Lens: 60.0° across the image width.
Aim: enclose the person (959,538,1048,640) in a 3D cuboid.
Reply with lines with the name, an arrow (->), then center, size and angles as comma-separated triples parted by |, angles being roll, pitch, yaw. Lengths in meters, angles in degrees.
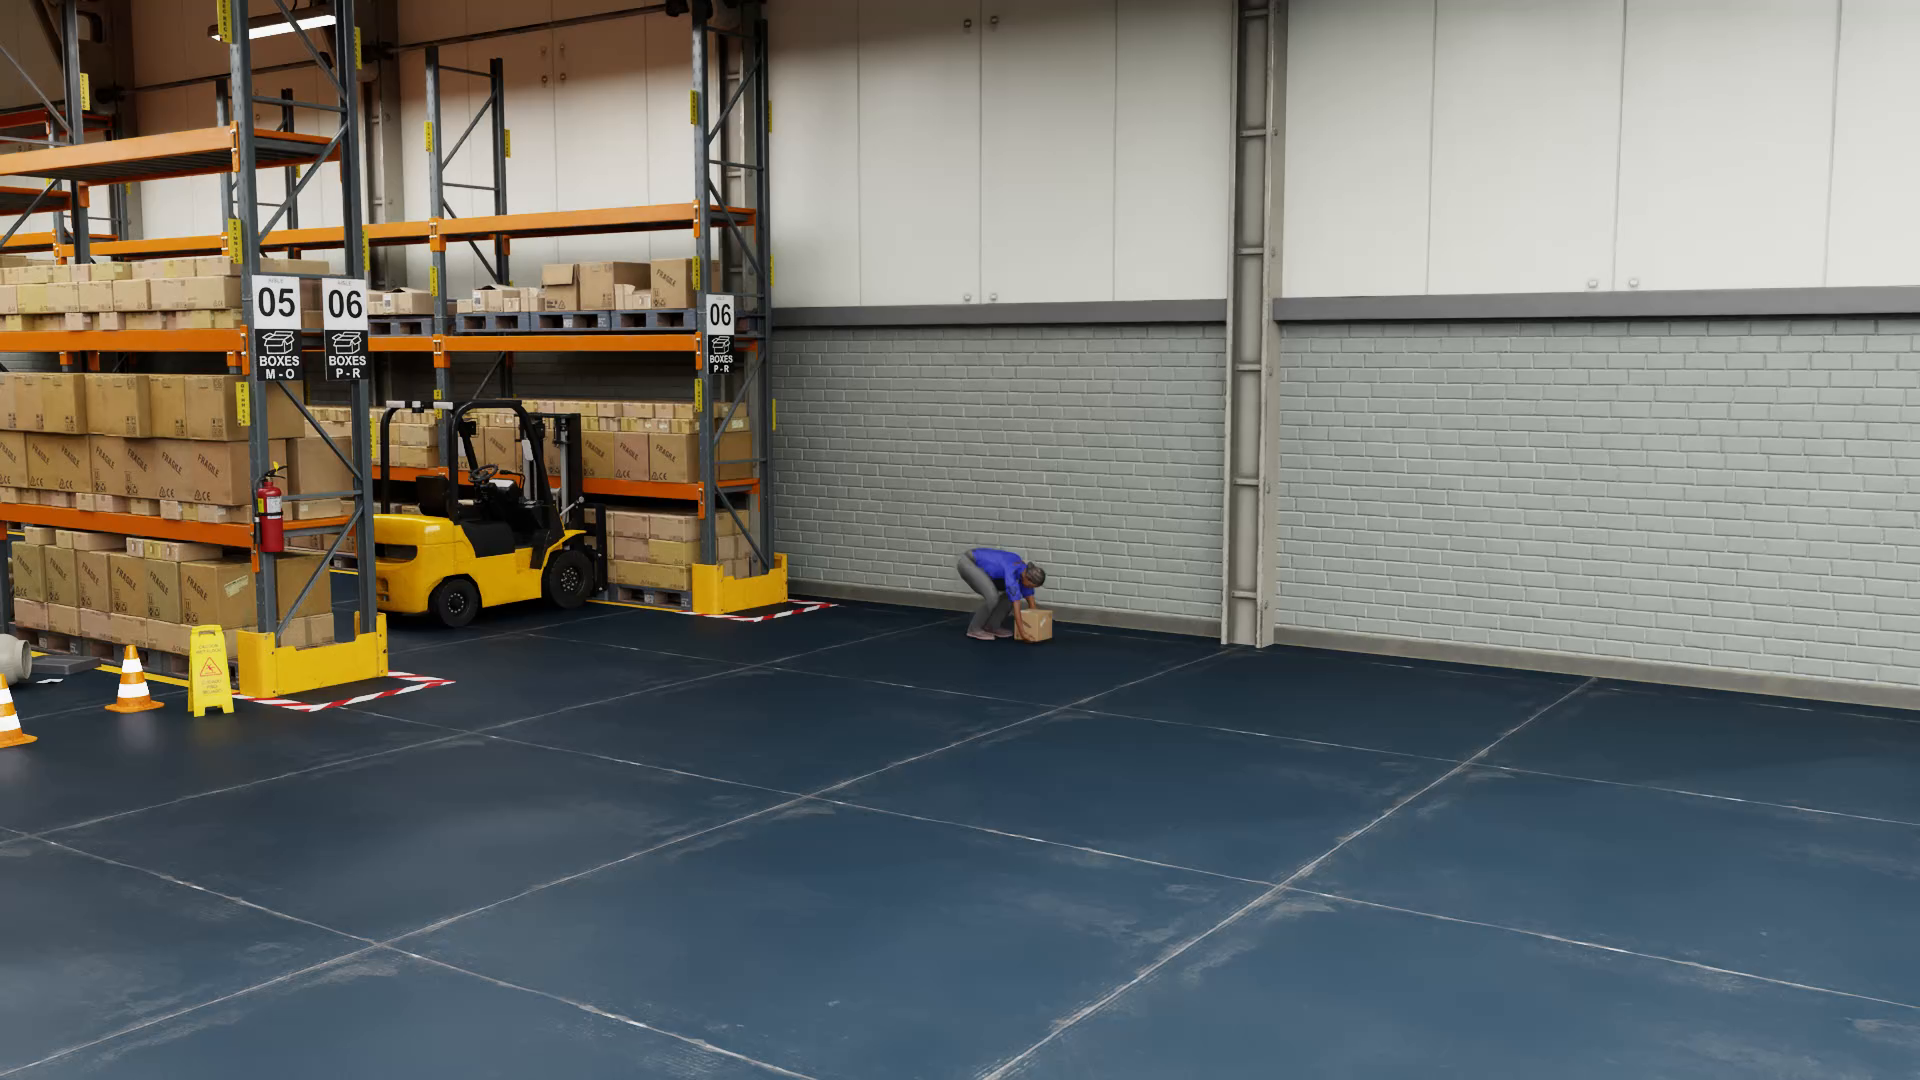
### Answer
person -> 0.411, 0.455, 15.264 | 0.873, 0.928, 0.439 | 4, 7, 31
